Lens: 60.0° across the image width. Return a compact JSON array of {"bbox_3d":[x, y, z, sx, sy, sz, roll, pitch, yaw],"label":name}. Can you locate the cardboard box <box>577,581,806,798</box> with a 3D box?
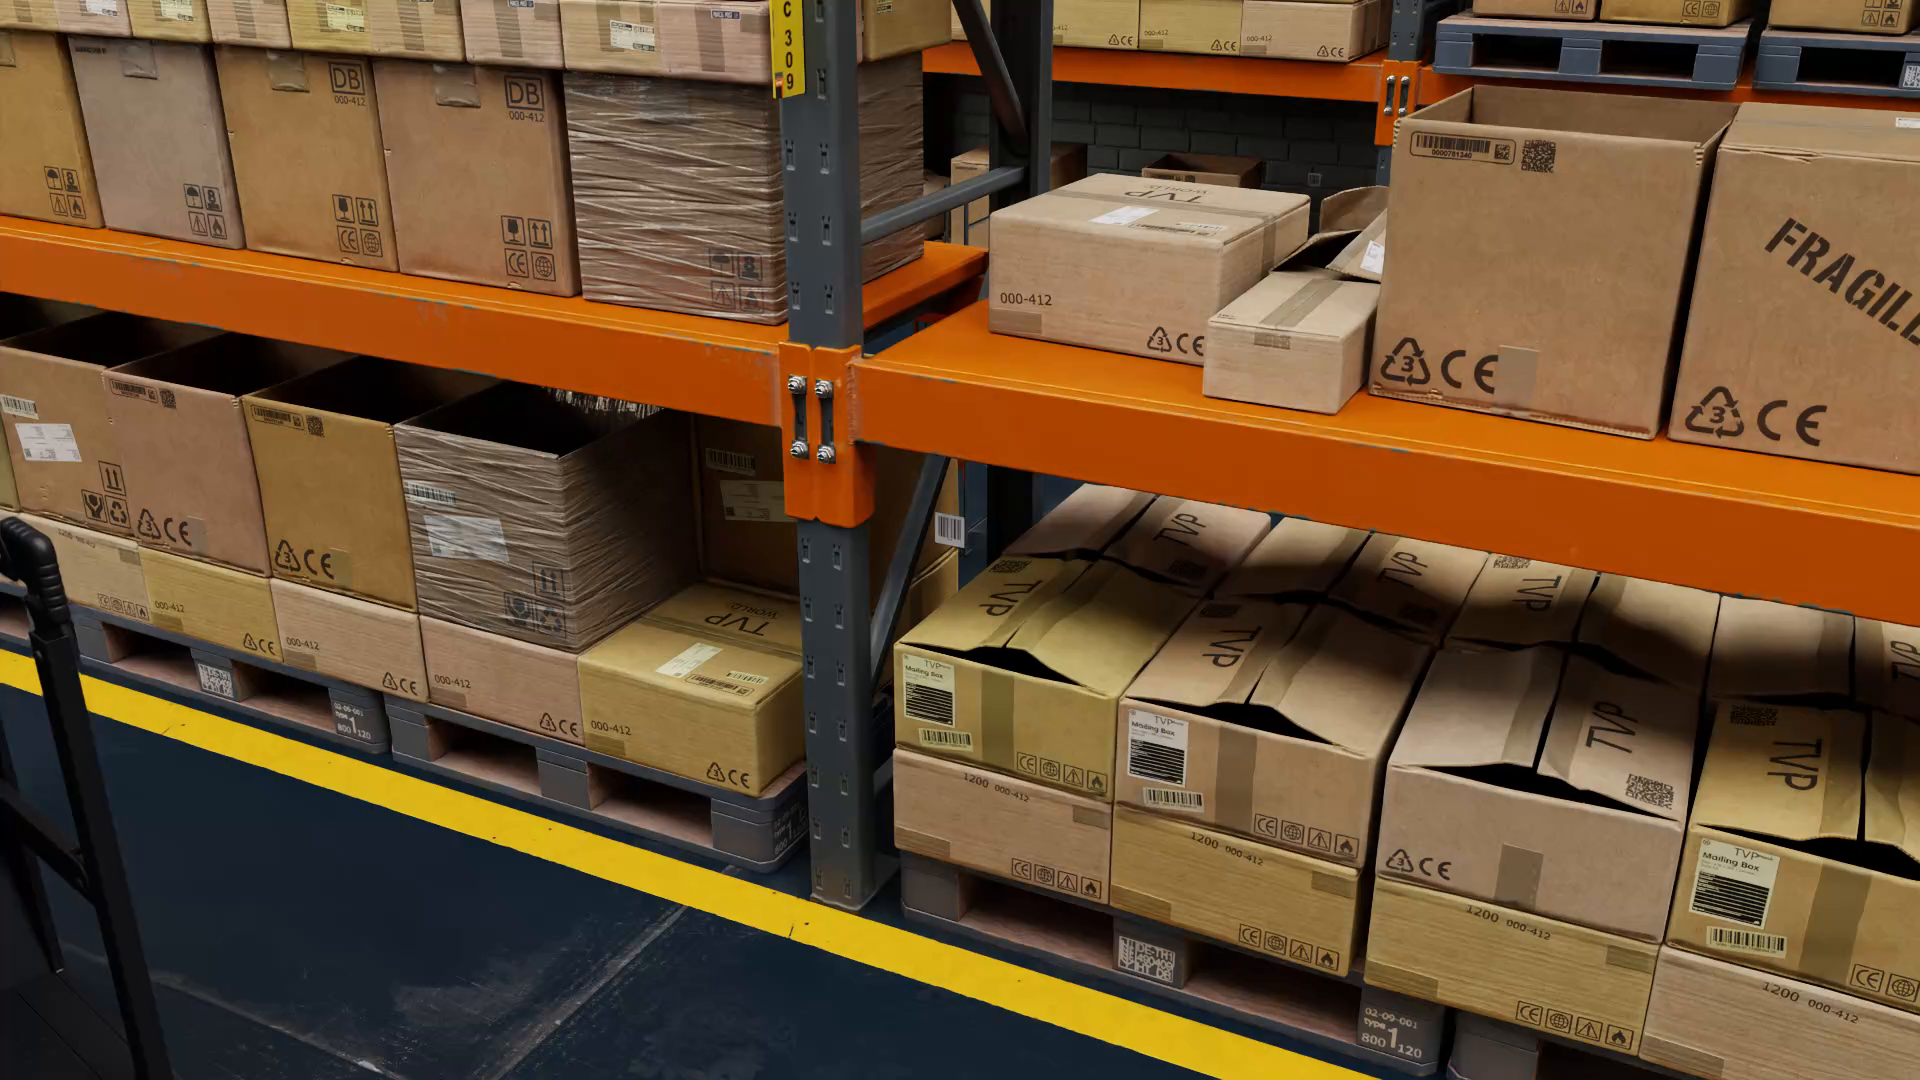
[{"bbox_3d":[-0.573,0.350,4.072,0.500,0.250,0.500,11,25,25],"label":"cardboard box"}]

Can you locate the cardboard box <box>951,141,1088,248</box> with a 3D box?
[{"bbox_3d":[0.319,-1.805,8.793,0.500,0.500,0.700,10,25,21],"label":"cardboard box"}]

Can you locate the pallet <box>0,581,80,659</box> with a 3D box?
[{"bbox_3d":[-2.929,-0.020,5.526,1.213,0.211,1.003,11,25,25],"label":"pallet"}]

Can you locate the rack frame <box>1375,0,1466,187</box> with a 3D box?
[{"bbox_3d":[2.171,-2.448,7.673,0.127,3.000,1.000,11,25,25],"label":"rack frame"}]

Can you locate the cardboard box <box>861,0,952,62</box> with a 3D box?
[{"bbox_3d":[-0.213,-1.177,3.727,0.250,0.149,0.380,11,25,24],"label":"cardboard box"}]

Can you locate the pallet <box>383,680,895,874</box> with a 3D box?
[{"bbox_3d":[-0.752,0.411,4.513,1.213,0.211,1.003,11,25,25],"label":"pallet"}]

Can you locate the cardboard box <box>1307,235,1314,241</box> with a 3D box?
[{"bbox_3d":[1.680,-1.430,8.338,0.250,0.166,0.380,8,24,18],"label":"cardboard box"}]

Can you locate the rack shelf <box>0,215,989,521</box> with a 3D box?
[{"bbox_3d":[-1.846,-0.739,4.574,4.000,0.370,1.077,11,25,25],"label":"rack shelf"}]

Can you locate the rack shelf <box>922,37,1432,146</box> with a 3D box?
[{"bbox_3d":[0.386,-2.470,8.644,4.000,0.370,1.077,11,25,25],"label":"rack shelf"}]

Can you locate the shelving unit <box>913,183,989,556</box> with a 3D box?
[{"bbox_3d":[-0.013,-0.555,5.521,0.189,1.200,0.258,11,25,25],"label":"shelving unit"}]

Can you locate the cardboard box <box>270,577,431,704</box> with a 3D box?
[{"bbox_3d":[-1.468,0.175,4.483,0.500,0.250,0.500,11,25,25],"label":"cardboard box"}]

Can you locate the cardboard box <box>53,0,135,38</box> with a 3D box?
[{"bbox_3d":[-2.006,-1.352,4.139,0.250,0.149,0.380,11,26,25],"label":"cardboard box"}]

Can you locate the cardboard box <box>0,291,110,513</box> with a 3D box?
[{"bbox_3d":[-2.805,-0.436,4.961,0.500,0.500,0.500,11,25,25],"label":"cardboard box"}]

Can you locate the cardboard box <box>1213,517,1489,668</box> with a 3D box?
[{"bbox_3d":[0.897,0.158,3.805,0.500,0.311,0.500,12,26,26],"label":"cardboard box"}]

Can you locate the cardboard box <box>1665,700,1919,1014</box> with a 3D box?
[{"bbox_3d":[1.568,0.528,2.936,0.500,0.311,0.500,12,26,26],"label":"cardboard box"}]

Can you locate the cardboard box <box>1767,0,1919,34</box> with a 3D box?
[{"bbox_3d":[3.707,-2.388,6.842,0.500,0.500,0.700,15,27,32],"label":"cardboard box"}]

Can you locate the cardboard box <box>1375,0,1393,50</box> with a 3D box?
[{"bbox_3d":[1.848,-2.546,8.069,0.500,0.250,0.500,11,26,25],"label":"cardboard box"}]

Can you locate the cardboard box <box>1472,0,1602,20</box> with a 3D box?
[{"bbox_3d":[2.610,-2.594,7.328,0.500,0.500,0.700,11,26,25],"label":"cardboard box"}]

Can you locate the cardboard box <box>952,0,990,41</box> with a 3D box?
[{"bbox_3d":[0.265,-2.628,8.263,0.500,0.250,0.500,11,26,25],"label":"cardboard box"}]

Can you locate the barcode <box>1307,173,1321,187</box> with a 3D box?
[{"bbox_3d":[1.797,-1.826,8.434,0.075,0.075,0.001,11,25,25],"label":"barcode"}]

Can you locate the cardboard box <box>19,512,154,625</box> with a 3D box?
[{"bbox_3d":[-2.359,-0.003,4.902,0.500,0.250,0.500,11,25,25],"label":"cardboard box"}]

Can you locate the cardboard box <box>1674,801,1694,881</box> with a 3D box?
[{"bbox_3d":[1.801,0.598,3.489,0.500,0.250,0.500,12,26,26],"label":"cardboard box"}]

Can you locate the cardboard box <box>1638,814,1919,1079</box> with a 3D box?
[{"bbox_3d":[1.560,0.784,3.050,0.500,0.250,0.500,12,26,26],"label":"cardboard box"}]

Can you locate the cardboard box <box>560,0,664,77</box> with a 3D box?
[{"bbox_3d":[-0.620,-1.079,3.498,0.250,0.149,0.380,11,25,23],"label":"cardboard box"}]

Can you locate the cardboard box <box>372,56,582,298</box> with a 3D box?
[{"bbox_3d":[-0.933,-0.930,3.976,0.500,0.500,0.700,11,25,24],"label":"cardboard box"}]

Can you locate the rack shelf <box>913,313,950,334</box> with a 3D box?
[{"bbox_3d":[-0.013,-0.735,5.445,0.180,0.103,0.258,11,25,25],"label":"rack shelf"}]

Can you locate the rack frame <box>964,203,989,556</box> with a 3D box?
[{"bbox_3d":[0.069,-0.539,5.483,0.006,1.200,0.240,11,25,25],"label":"rack frame"}]

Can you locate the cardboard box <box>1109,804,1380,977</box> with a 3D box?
[{"bbox_3d":[0.643,0.604,3.475,0.500,0.250,0.500,12,26,26],"label":"cardboard box"}]

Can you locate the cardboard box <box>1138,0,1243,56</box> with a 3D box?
[{"bbox_3d":[1.170,-2.456,7.859,0.500,0.250,0.500,11,26,25],"label":"cardboard box"}]

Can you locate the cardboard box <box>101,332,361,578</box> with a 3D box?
[{"bbox_3d":[-1.915,-0.258,4.543,0.500,0.500,0.500,11,25,25],"label":"cardboard box"}]

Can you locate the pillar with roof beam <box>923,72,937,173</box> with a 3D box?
[{"bbox_3d":[-2.326,-4.590,5.044,0.400,9.000,9.100,11,25,25],"label":"pillar with roof beam"}]

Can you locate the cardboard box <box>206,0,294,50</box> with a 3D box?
[{"bbox_3d":[-1.533,-1.259,3.922,0.250,0.149,0.380,12,26,26],"label":"cardboard box"}]

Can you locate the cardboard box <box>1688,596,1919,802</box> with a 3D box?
[{"bbox_3d":[1.788,0.337,3.385,0.500,0.311,0.500,11,25,24],"label":"cardboard box"}]

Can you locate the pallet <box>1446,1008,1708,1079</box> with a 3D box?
[{"bbox_3d":[1.707,0.898,3.369,1.213,0.211,1.003,11,25,25],"label":"pallet"}]

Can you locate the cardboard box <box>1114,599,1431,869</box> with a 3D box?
[{"bbox_3d":[0.640,0.347,3.361,0.500,0.311,0.500,11,25,24],"label":"cardboard box"}]

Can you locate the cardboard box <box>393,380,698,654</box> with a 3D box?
[{"bbox_3d":[-1.014,-0.088,4.142,0.500,0.500,0.500,11,25,25],"label":"cardboard box"}]

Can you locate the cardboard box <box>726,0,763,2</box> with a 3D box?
[{"bbox_3d":[-0.460,-1.436,3.508,0.500,0.500,0.700,11,26,25],"label":"cardboard box"}]

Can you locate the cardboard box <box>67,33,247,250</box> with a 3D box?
[{"bbox_3d":[-1.837,-1.110,4.399,0.500,0.500,0.700,12,26,26],"label":"cardboard box"}]

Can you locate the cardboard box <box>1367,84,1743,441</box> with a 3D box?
[{"bbox_3d":[1.087,-0.529,3.032,0.500,0.500,0.500,13,26,28],"label":"cardboard box"}]

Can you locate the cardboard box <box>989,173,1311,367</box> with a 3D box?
[{"bbox_3d":[0.398,-0.576,3.464,0.500,0.250,0.500,13,26,28],"label":"cardboard box"}]

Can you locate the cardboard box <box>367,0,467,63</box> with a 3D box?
[{"bbox_3d":[-1.090,-1.170,3.713,0.250,0.149,0.380,11,25,24],"label":"cardboard box"}]

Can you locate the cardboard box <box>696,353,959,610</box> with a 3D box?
[{"bbox_3d":[-0.334,-0.181,4.362,0.500,0.500,0.500,11,25,25],"label":"cardboard box"}]

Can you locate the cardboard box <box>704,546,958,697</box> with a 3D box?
[{"bbox_3d":[-0.338,0.167,4.500,0.500,0.250,0.500,11,25,25],"label":"cardboard box"}]

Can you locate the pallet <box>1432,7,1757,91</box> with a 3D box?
[{"bbox_3d":[2.787,-2.174,7.273,1.213,0.211,1.003,11,25,25],"label":"pallet"}]
